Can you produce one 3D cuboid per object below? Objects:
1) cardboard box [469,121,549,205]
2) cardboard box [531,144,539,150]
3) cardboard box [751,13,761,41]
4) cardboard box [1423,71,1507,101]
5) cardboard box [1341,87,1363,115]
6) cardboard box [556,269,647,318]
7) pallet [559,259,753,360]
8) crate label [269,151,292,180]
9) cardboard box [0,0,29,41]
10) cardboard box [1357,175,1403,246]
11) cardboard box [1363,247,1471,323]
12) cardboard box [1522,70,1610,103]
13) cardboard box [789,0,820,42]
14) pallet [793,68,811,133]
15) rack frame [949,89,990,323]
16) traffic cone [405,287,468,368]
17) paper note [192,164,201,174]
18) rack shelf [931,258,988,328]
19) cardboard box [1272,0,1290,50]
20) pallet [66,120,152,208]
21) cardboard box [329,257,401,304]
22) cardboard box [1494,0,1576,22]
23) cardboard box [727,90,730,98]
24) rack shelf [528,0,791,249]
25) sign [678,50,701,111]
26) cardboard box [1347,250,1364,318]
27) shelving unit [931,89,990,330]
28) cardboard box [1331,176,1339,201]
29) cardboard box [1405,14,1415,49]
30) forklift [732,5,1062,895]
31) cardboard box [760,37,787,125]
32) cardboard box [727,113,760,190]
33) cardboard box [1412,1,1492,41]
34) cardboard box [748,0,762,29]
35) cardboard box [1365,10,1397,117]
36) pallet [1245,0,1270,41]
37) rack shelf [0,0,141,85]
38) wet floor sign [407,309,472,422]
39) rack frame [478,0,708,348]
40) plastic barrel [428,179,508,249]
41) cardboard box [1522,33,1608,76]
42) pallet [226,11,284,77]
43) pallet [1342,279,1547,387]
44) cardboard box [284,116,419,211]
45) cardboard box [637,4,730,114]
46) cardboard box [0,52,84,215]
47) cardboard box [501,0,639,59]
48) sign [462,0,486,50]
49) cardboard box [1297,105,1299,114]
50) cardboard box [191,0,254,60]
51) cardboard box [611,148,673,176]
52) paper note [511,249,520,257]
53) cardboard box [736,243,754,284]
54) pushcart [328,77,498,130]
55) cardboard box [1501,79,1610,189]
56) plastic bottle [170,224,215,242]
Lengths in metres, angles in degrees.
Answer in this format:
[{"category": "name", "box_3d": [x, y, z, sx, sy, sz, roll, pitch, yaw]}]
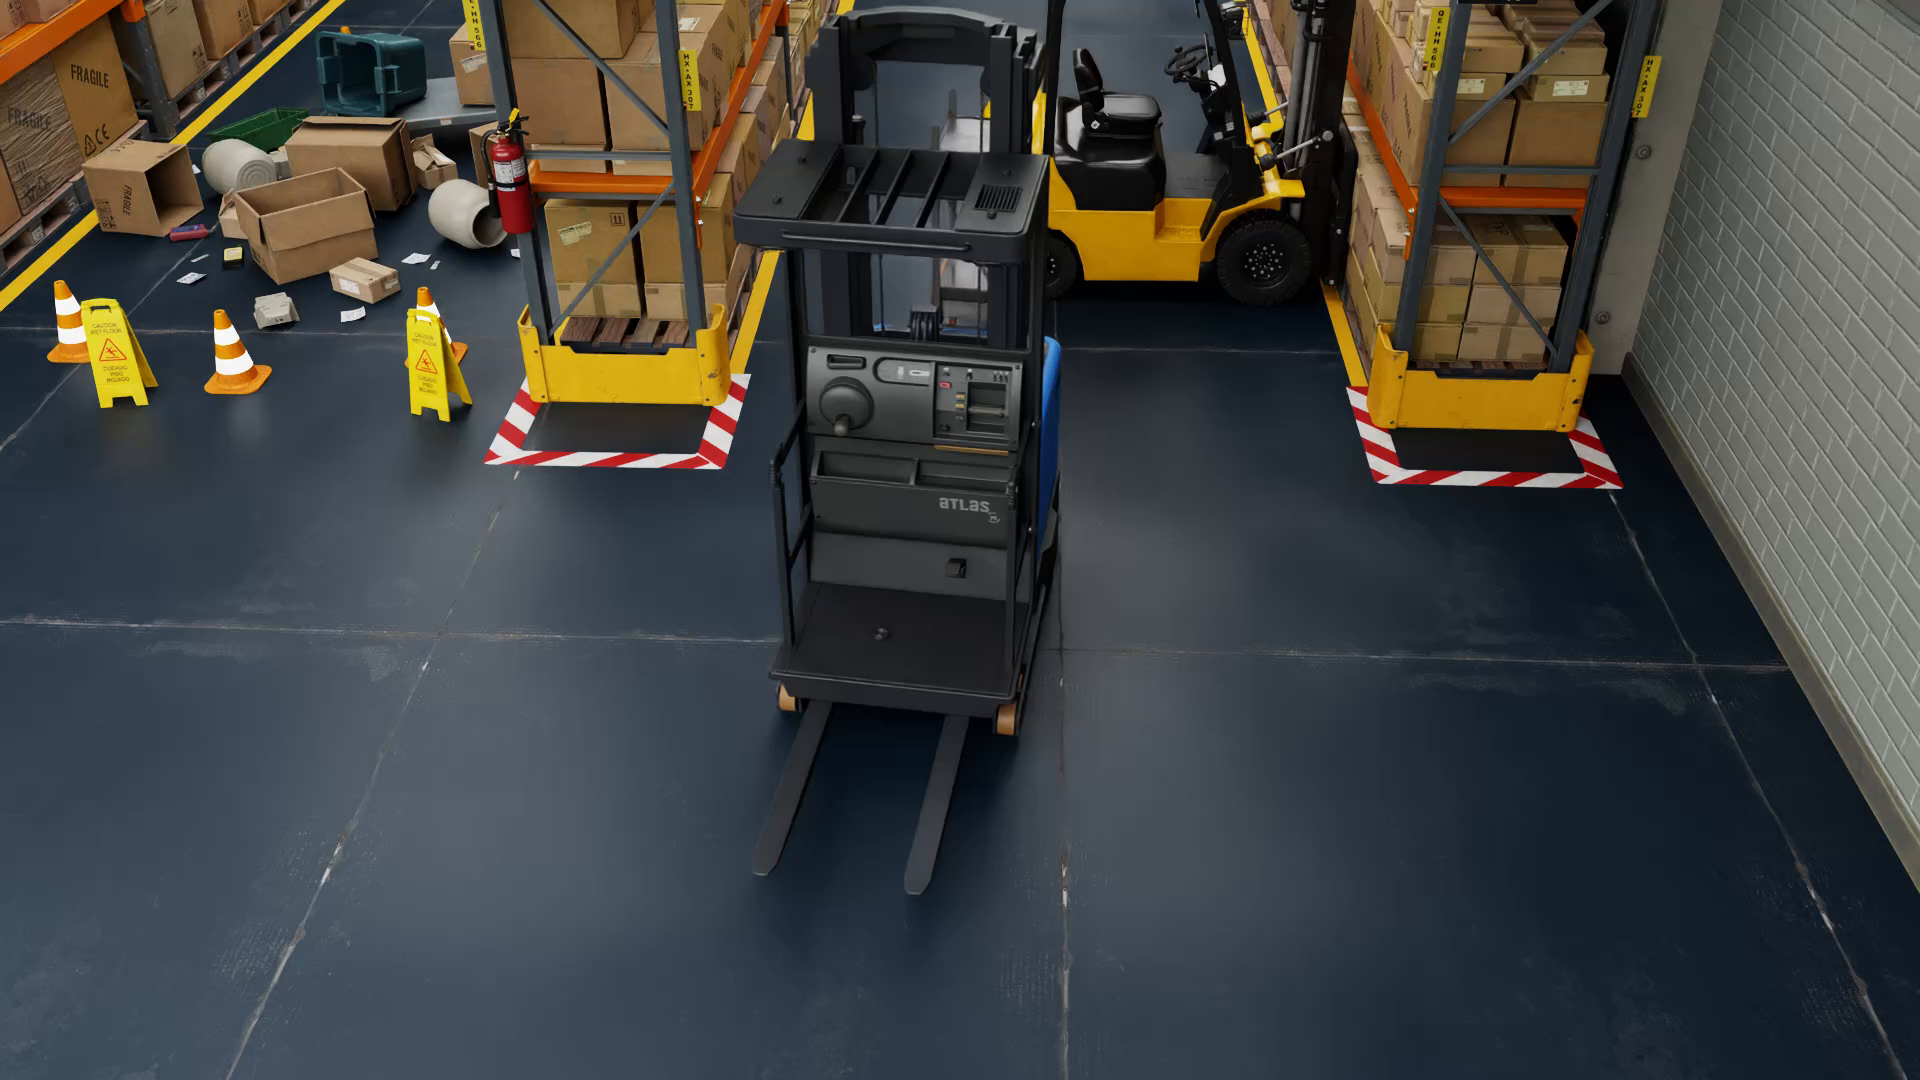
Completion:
[{"category": "cardboard box", "box_3d": [-3.215, -2.779, 12.213, 0.500, 0.500, 0.500, 28, 44, 33]}, {"category": "cardboard box", "box_3d": [-2.273, -2.352, 9.652, 0.380, 0.149, 0.250, 1, 35, 1]}, {"category": "cardboard box", "box_3d": [-1.559, -3.507, 11.295, 0.380, 0.149, 0.250, 1, 35, 1]}, {"category": "cardboard box", "box_3d": [2.720, -2.486, 8.974, 0.380, 0.149, 0.250, 2, 35, 3]}, {"category": "cardboard box", "box_3d": [2.775, -2.878, 11.339, 0.500, 0.250, 0.500, 2, 35, 3]}, {"category": "cardboard box", "box_3d": [-2.209, -1.618, 10.416, 0.500, 0.250, 0.500, 1, 35, 2]}, {"category": "pallet", "box_3d": [-1.902, -1.456, 10.583, 1.003, 0.211, 1.213, 1, 35, 2]}, {"category": "crate label", "box_3d": [-5.189, -2.849, 12.630, 0.298, 0.136, 0.250, -24, 42, -30]}, {"category": "cardboard box", "box_3d": [-6.905, -3.666, 11.173, 0.875, 0.550, 0.550, 1, 35, 2]}, {"category": "cardboard box", "box_3d": [2.708, -1.996, 10.083, 0.500, 0.250, 0.500, 2, 35, 3]}, {"category": "cardboard box", "box_3d": [2.694, -1.513, 9.831, 0.500, 0.250, 0.500, 1, 35, 1]}, {"category": "cardboard box", "box_3d": [3.259, -2.470, 8.950, 0.380, 0.149, 0.250, 0, 35, 1]}, {"category": "cardboard box", "box_3d": [-1.743, -4.596, 14.546, 0.950, 0.372, 0.625, 2, 35, 3]}, {"category": "pallet", "box_3d": [-1.783, -3.692, 13.765, 1.003, 0.211, 1.213, 1, 35, 2]}, {"category": "rack frame", "box_3d": [0.145, -1.348, 8.788, 0.400, 2.100, 0.015, 5, 35, 8]}, {"category": "traffic cone", "box_3d": [-3.245, -1.326, 10.180, 0.336, 0.463, 0.334, 1, 35, 2]}, {"category": "paper note", "box_3d": [-5.885, -2.820, 12.681, 0.147, 0.020, 0.142, -24, 42, -30]}, {"category": "rack shelf", "box_3d": [0.105, -1.198, 8.599, 0.431, 0.518, 0.480, 5, 35, 8]}, {"category": "cardboard box", "box_3d": [3.224, -4.650, 14.404, 0.875, 0.625, 0.625, 0, 35, 0]}, {"category": "pallet", "box_3d": [-6.872, -2.865, 12.589, 1.003, 0.211, 1.213, 1, 35, 2]}, {"category": "cardboard box", "box_3d": [-3.939, -1.720, 11.013, 0.380, 0.149, 0.250, 20, 40, 26]}, {"category": "cardboard box", "box_3d": [3.279, -3.034, 9.494, 0.380, 0.149, 0.250, 2, 35, 2]}, {"category": "cardboard box", "box_3d": [-1.632, -2.765, 10.239, 0.380, 0.149, 0.250, 2, 35, 3]}, {"category": "rack shelf", "box_3d": [-1.893, -2.942, 10.898, 1.077, 0.370, 4.000, 1, 35, 2]}, {"category": "sign", "box_3d": [-1.431, -2.429, 8.790, 0.100, 0.325, 0.005, 1, 35, 2]}, {"category": "cardboard box", "box_3d": [2.719, -1.584, 10.367, 0.500, 0.250, 0.500, 1, 35, 2]}, {"category": "shelving unit", "box_3d": [0.105, -1.210, 8.591, 0.431, 2.100, 0.503, 5, 35, 8]}, {"category": "cardboard box", "box_3d": [2.748, -2.385, 11.072, 0.500, 0.250, 0.500, 1, 35, 2]}, {"category": "cardboard box", "box_3d": [2.794, -2.924, 9.596, 0.380, 0.149, 0.250, 1, 35, 2]}, {"category": "forklift", "box_3d": [-0.229, -0.548, 6.926, 1.130, 2.935, 3.031, 5, 35, 8]}, {"category": "cardboard box", "box_3d": [-1.568, -3.393, 12.288, 0.500, 0.500, 0.500, 1, 35, 1]}, {"category": "cardboard box", "box_3d": [-1.619, -2.500, 11.018, 0.500, 0.500, 0.500, 2, 35, 3]}, {"category": "cardboard box", "box_3d": [2.753, -2.906, 9.313, 0.380, 0.149, 0.250, 2, 35, 3]}, {"category": "cardboard box", "box_3d": [-1.612, -3.693, 10.995, 0.500, 0.500, 0.500, 2, 35, 3]}, {"category": "cardboard box", "box_3d": [2.794, -2.896, 10.121, 0.500, 0.500, 0.500, 1, 35, 1]}, {"category": "pallet", "box_3d": [3.236, -4.958, 15.566, 1.003, 0.211, 1.213, 1, 35, 2]}, {"category": "rack shelf", "box_3d": [-6.843, -2.998, 10.978, 1.077, 0.370, 4.000, 1, 35, 2]}, {"category": "wet floor sign", "box_3d": [-3.050, -1.039, 9.613, 0.267, 0.644, 0.232, 13, 37, 18]}, {"category": "rack frame", "box_3d": [-1.973, -2.087, 9.056, 1.000, 3.000, 0.127, 1, 35, 2]}, {"category": "plastic barrel", "box_3d": [-3.403, -2.255, 11.536, 0.512, 0.421, 0.421, 28, 44, 33]}, {"category": "cardboard box", "box_3d": [3.213, -2.590, 8.863, 0.380, 0.149, 0.250, 1, 35, 1]}, {"category": "pallet", "box_3d": [-6.761, -4.448, 14.841, 1.003, 0.211, 1.213, 1, 35, 2]}, {"category": "pallet", "box_3d": [2.975, -1.274, 10.325, 1.003, 0.211, 1.213, 1, 35, 2]}, {"category": "cardboard box", "box_3d": [-4.403, -2.726, 12.019, 0.797, 0.637, 0.503, 1, 35, 2]}, {"category": "cardboard box", "box_3d": [-1.660, -2.813, 9.744, 0.500, 0.500, 0.500, 2, 35, 3]}, {"category": "cardboard box", "box_3d": [-6.890, -2.866, 11.648, 0.875, 0.875, 0.875, 2, 35, 2]}, {"category": "cardboard box", "box_3d": [-2.171, -2.957, 9.079, 0.700, 0.500, 0.500, 1, 35, 1]}, {"category": "sign", "box_3d": [-2.527, -2.714, 8.667, 0.100, 0.325, 0.005, 1, 35, 2]}, {"category": "cardboard box", "box_3d": [2.797, -3.049, 12.452, 0.500, 0.250, 0.500, 2, 35, 2]}, {"category": "cardboard box", "box_3d": [-6.785, -4.606, 14.231, 1.050, 0.750, 0.750, 1, 35, 2]}, {"category": "cardboard box", "box_3d": [-1.753, -2.175, 9.400, 0.380, 0.149, 0.250, 1, 35, 2]}, {"category": "paper note", "box_3d": [-3.031, -1.996, 11.509, 0.142, 0.019, 0.148, -10, 36, -14]}, {"category": "cardboard box", "box_3d": [-1.637, -1.884, 10.794, 0.500, 0.250, 0.500, 3, 35, 4]}, {"category": "pushcart", "box_3d": [-4.093, -3.336, 13.114, 1.648, 0.377, 0.936, -10, 36, -14]}, {"category": "cardboard box", "box_3d": [3.284, -2.294, 9.263, 0.500, 0.500, 0.500, 2, 35, 3]}, {"category": "plastic bottle", "box_3d": [-5.413, -2.172, 11.733, 0.283, 0.061, 0.133, -10, 36, -14]}]
